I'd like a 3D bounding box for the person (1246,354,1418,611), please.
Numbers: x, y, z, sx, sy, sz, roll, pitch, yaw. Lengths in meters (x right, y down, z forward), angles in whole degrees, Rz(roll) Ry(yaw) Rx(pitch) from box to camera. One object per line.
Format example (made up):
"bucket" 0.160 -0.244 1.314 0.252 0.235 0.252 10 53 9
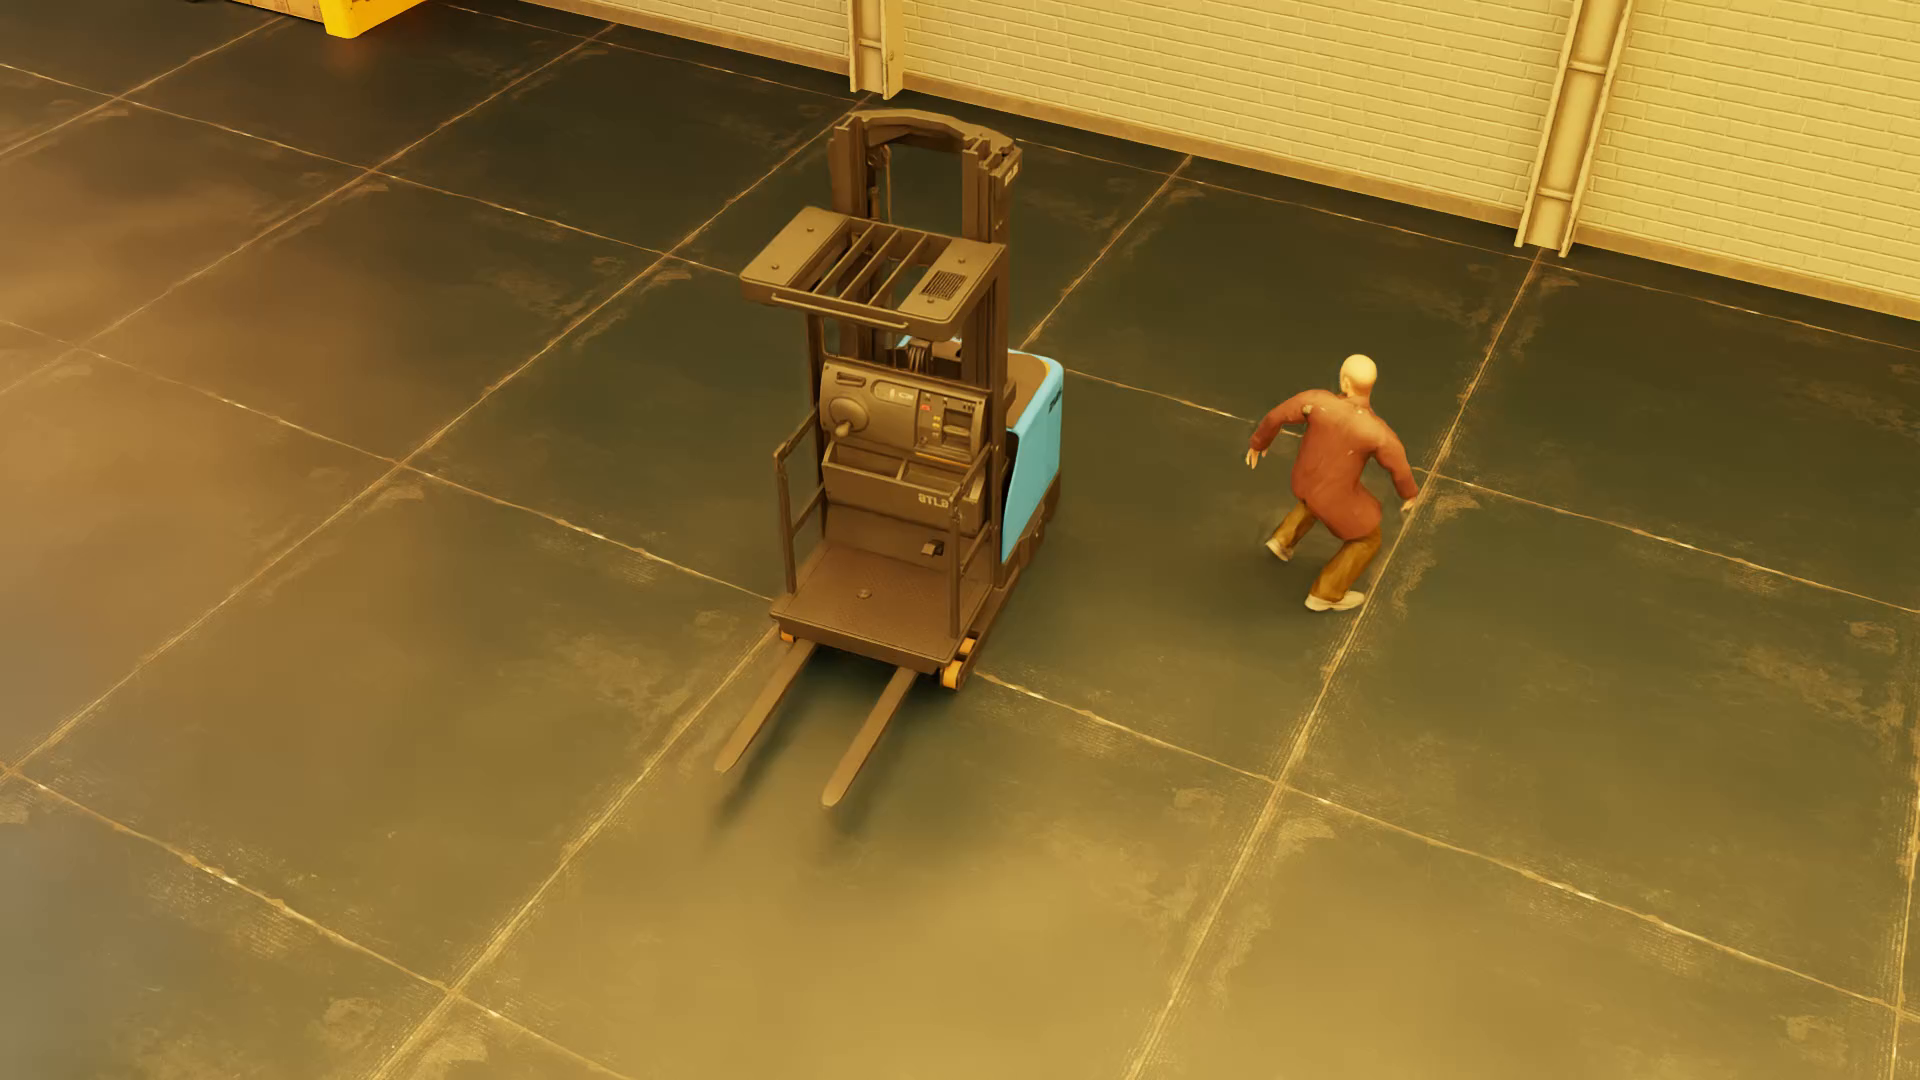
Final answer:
"person" 2.116 -0.346 9.392 0.650 1.677 0.868 -24 46 -26

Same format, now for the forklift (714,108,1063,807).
"forklift" -0.389 -0.600 8.699 1.130 2.935 3.031 14 42 17
